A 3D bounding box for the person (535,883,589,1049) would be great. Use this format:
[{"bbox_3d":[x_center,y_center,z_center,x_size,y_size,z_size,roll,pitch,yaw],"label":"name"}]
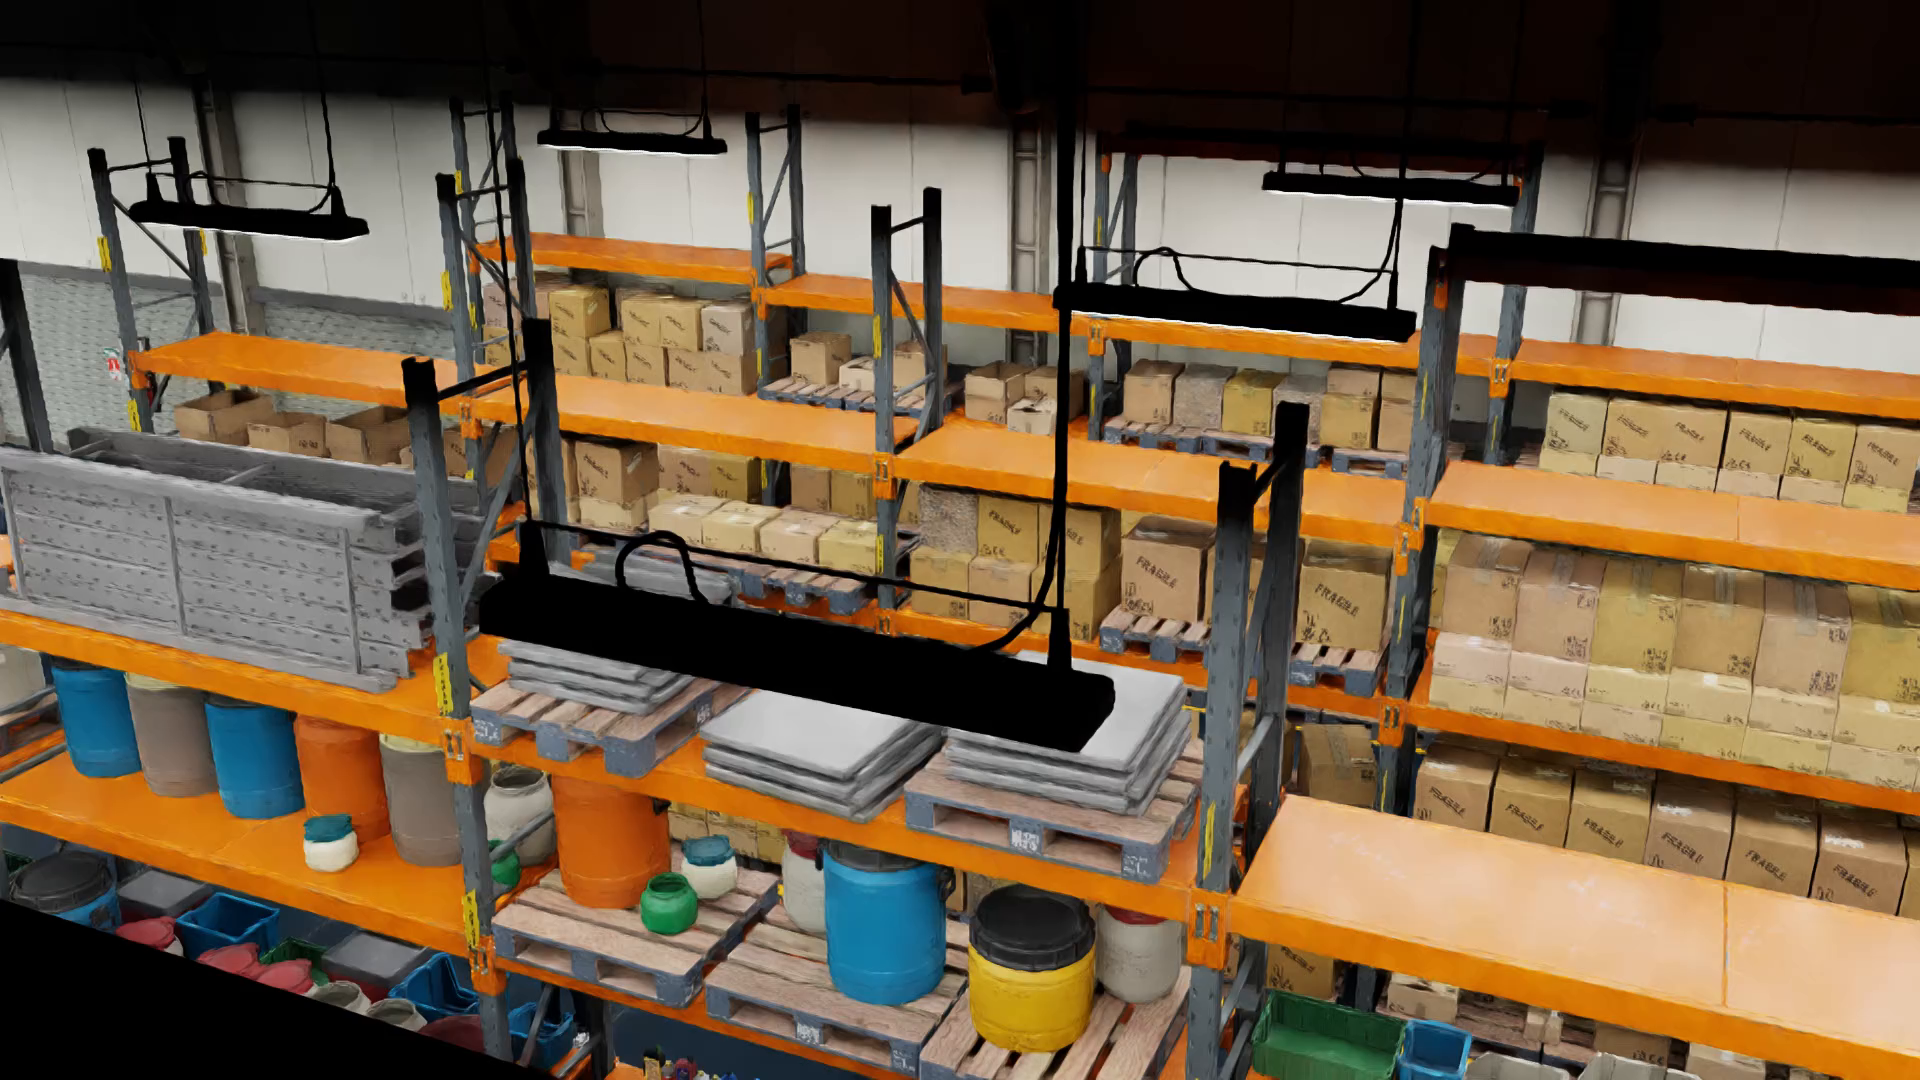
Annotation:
[{"bbox_3d":[-2.974,3.044,12.291,0.469,1.589,0.399,-2,21,-6],"label":"person"}]
